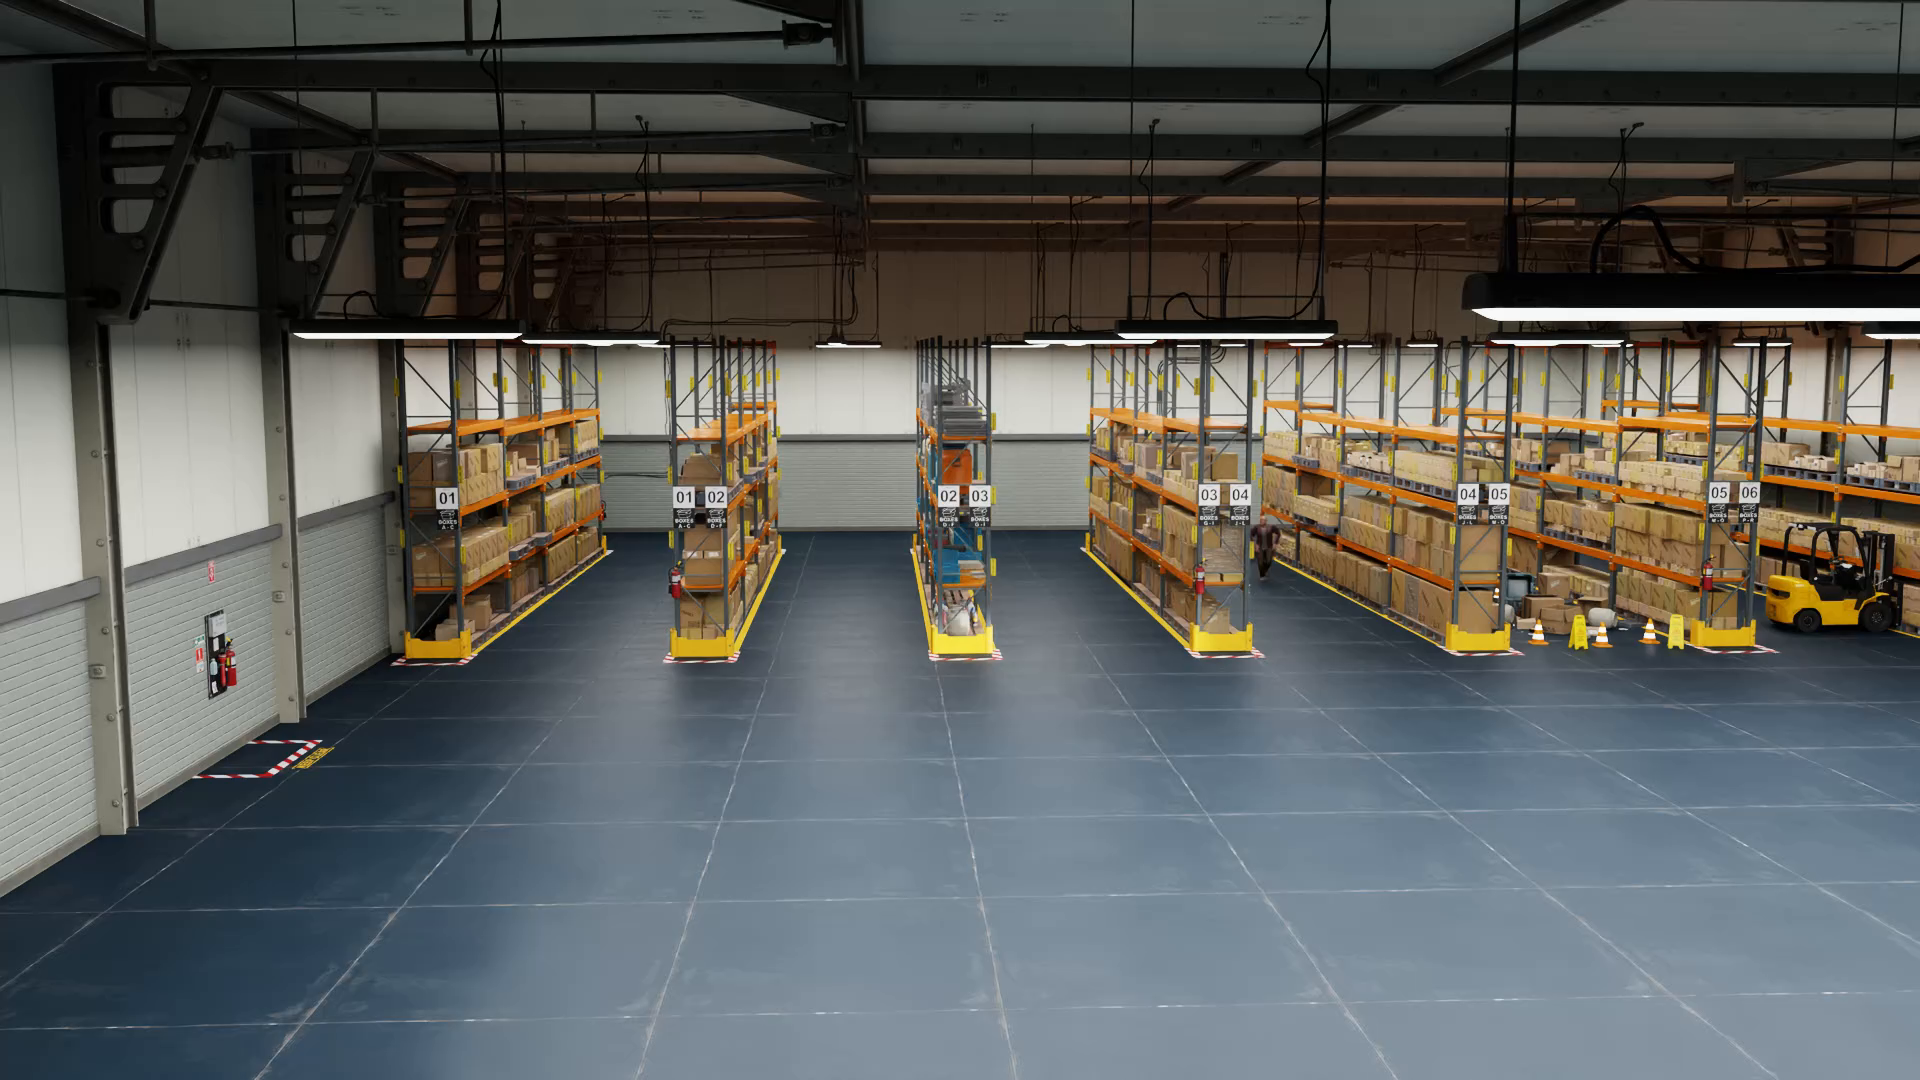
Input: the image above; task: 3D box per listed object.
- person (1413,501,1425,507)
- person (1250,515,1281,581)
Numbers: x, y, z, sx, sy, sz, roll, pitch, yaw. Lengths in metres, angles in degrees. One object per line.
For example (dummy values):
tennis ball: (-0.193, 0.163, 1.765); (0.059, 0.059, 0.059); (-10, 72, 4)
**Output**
person: (14.146, -0.935, 51.310); (0.456, 1.713, 0.478); (-3, 7, -27)
person: (7.589, 0.201, 41.376); (0.750, 1.680, 0.652); (1, 7, 5)
